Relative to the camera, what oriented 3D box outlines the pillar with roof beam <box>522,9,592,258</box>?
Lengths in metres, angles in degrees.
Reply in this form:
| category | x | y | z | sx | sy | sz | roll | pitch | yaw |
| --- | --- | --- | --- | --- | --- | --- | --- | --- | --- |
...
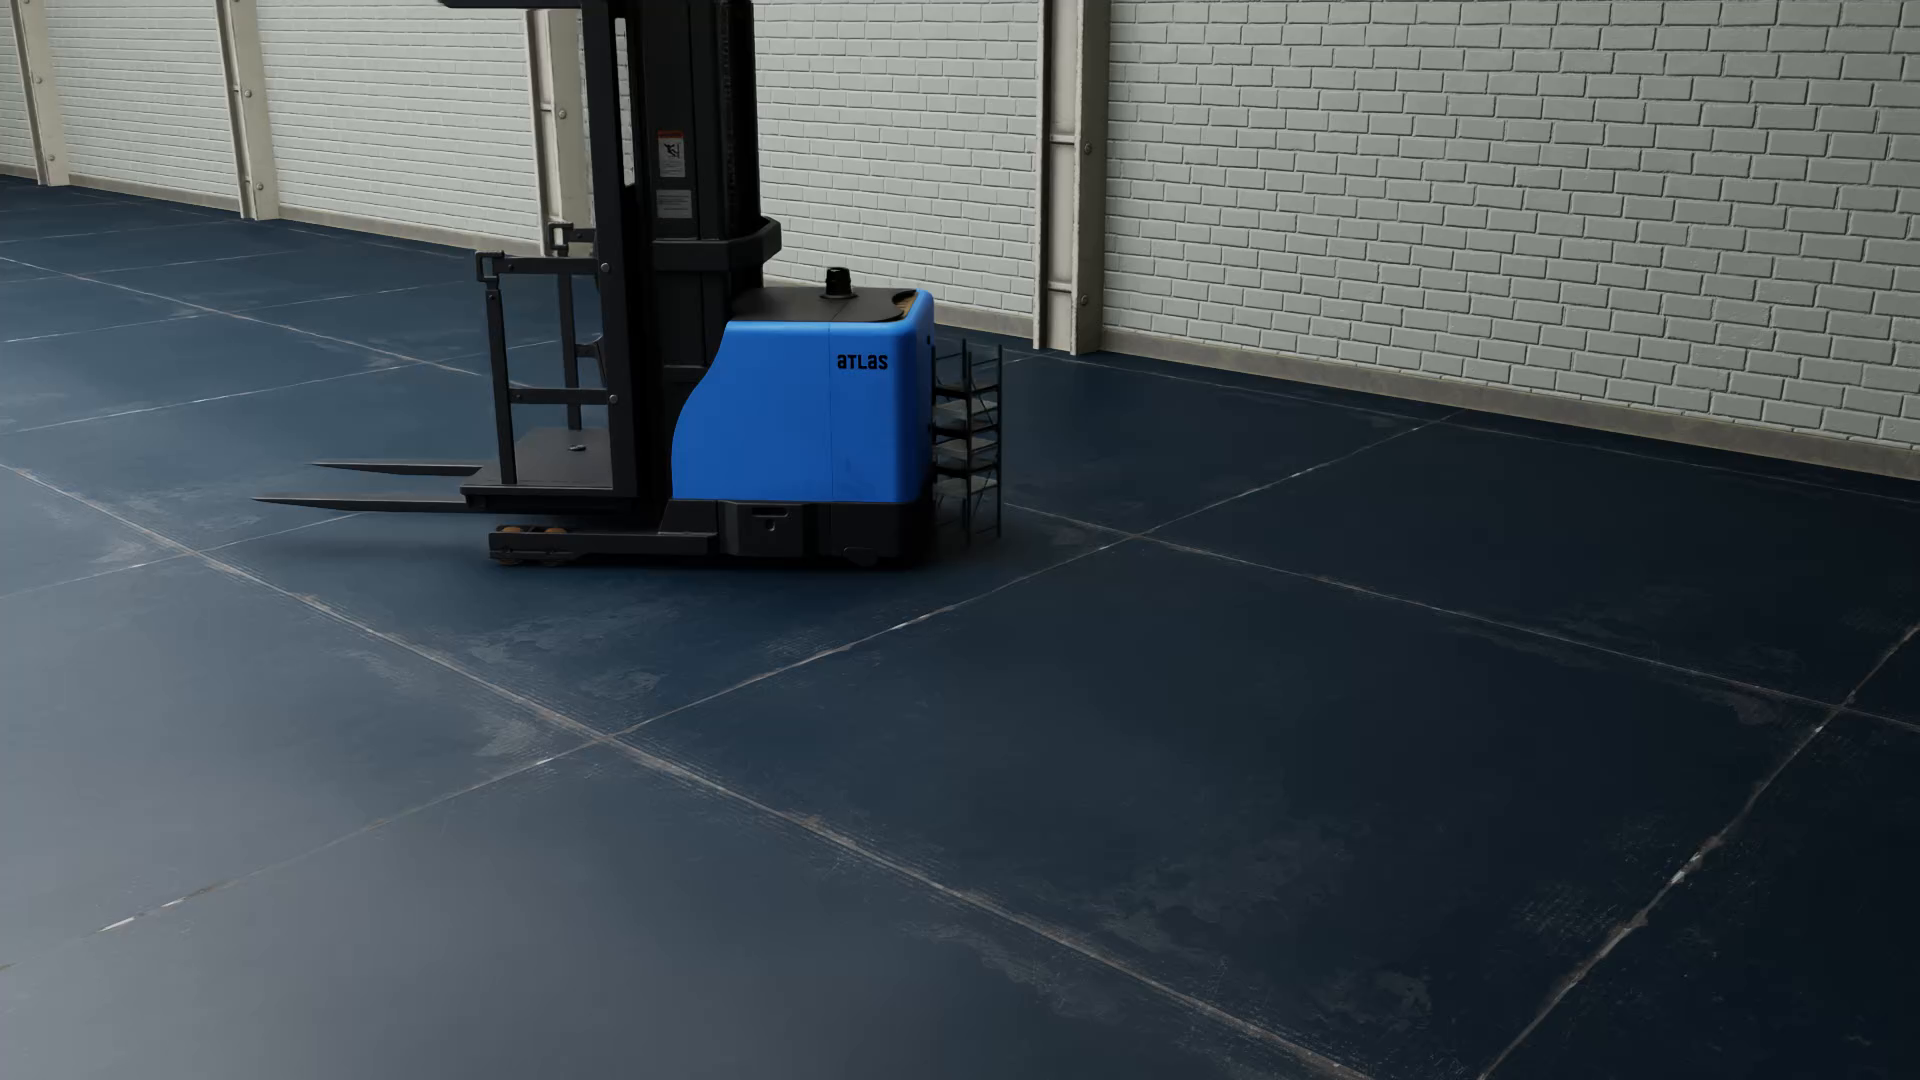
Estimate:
| category | x | y | z | sx | sy | sz | roll | pitch | yaw |
| --- | --- | --- | --- | --- | --- | --- | --- | --- | --- |
| pillar with roof beam | -6.574 | -5.894 | 11.307 | 0.400 | 9.000 | 9.100 | 15 | 23 | 39 |

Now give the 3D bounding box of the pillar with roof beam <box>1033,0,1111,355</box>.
| category | x | y | z | sx | sy | sz | roll | pitch | yaw |
| --- | --- | --- | --- | --- | --- | --- | --- | --- | --- |
| pillar with roof beam | -2.086 | -4.689 | 7.511 | 0.400 | 9.000 | 9.100 | 15 | 23 | 39 |

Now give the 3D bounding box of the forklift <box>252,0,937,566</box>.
| category | x | y | z | sx | sy | sz | roll | pitch | yaw |
| --- | --- | --- | --- | --- | --- | --- | --- | --- | --- |
| forklift | -1.649 | -1.440 | 7.305 | 3.031 | 2.935 | 1.130 | 1 | 18 | 4 |

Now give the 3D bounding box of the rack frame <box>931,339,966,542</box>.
| category | x | y | z | sx | sy | sz | roll | pitch | yaw |
| --- | --- | --- | --- | --- | --- | --- | --- | --- | --- |
| rack frame | -0.050 | -0.451 | 7.544 | 0.006 | 0.900 | 0.240 | 13 | 22 | 36 |

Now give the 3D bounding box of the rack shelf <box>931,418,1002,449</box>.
| category | x | y | z | sx | sy | sz | roll | pitch | yaw |
| --- | --- | --- | --- | --- | --- | --- | --- | --- | --- |
| rack shelf | 0.030 | -0.486 | 7.467 | 0.200 | 0.077 | 0.258 | 13 | 22 | 36 |

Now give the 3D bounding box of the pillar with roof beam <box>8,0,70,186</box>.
| category | x | y | z | sx | sy | sz | roll | pitch | yaw |
| --- | --- | --- | --- | --- | --- | --- | --- | --- | --- |
| pillar with roof beam | -15.549 | -8.303 | 18.899 | 0.400 | 9.000 | 9.100 | 15 | 23 | 39 |

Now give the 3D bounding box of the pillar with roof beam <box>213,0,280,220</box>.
| category | x | y | z | sx | sy | sz | roll | pitch | yaw |
| --- | --- | --- | --- | --- | --- | --- | --- | --- | --- |
| pillar with roof beam | -11.061 | -7.099 | 15.103 | 0.400 | 9.000 | 9.100 | 15 | 23 | 39 |

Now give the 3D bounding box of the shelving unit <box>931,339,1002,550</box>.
| category | x | y | z | sx | sy | sz | roll | pitch | yaw |
| --- | --- | --- | --- | --- | --- | --- | --- | --- | --- |
| shelving unit | 0.030 | -0.432 | 7.484 | 0.210 | 0.900 | 0.258 | 13 | 22 | 36 |

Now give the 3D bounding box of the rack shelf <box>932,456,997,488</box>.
| category | x | y | z | sx | sy | sz | roll | pitch | yaw |
| --- | --- | --- | --- | --- | --- | --- | --- | --- | --- |
| rack shelf | 0.030 | -0.314 | 7.521 | 0.200 | 0.077 | 0.258 | 13 | 22 | 36 |

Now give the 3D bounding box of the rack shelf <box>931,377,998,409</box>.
| category | x | y | z | sx | sy | sz | roll | pitch | yaw |
| --- | --- | --- | --- | --- | --- | --- | --- | --- | --- |
| rack shelf | 0.030 | -0.657 | 7.412 | 0.200 | 0.077 | 0.258 | 13 | 22 | 36 |

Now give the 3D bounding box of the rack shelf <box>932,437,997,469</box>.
| category | x | y | z | sx | sy | sz | roll | pitch | yaw |
| --- | --- | --- | --- | --- | --- | --- | --- | --- | --- |
| rack shelf | 0.030 | -0.400 | 7.494 | 0.200 | 0.077 | 0.258 | 13 | 22 | 36 |

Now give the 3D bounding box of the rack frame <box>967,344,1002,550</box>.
| category | x | y | z | sx | sy | sz | roll | pitch | yaw |
| --- | --- | --- | --- | --- | --- | --- | --- | --- | --- |
| rack frame | 0.110 | -0.412 | 7.424 | 0.006 | 0.900 | 0.240 | 13 | 22 | 36 |

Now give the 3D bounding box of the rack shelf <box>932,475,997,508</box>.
| category | x | y | z | sx | sy | sz | roll | pitch | yaw |
| --- | --- | --- | --- | --- | --- | --- | --- | --- | --- |
| rack shelf | 0.030 | -0.228 | 7.548 | 0.200 | 0.077 | 0.258 | 13 | 22 | 36 |

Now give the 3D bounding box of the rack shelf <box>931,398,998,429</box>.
| category | x | y | z | sx | sy | sz | roll | pitch | yaw |
| --- | --- | --- | --- | --- | --- | --- | --- | --- | --- |
| rack shelf | 0.030 | -0.571 | 7.439 | 0.200 | 0.077 | 0.258 | 13 | 22 | 36 |
